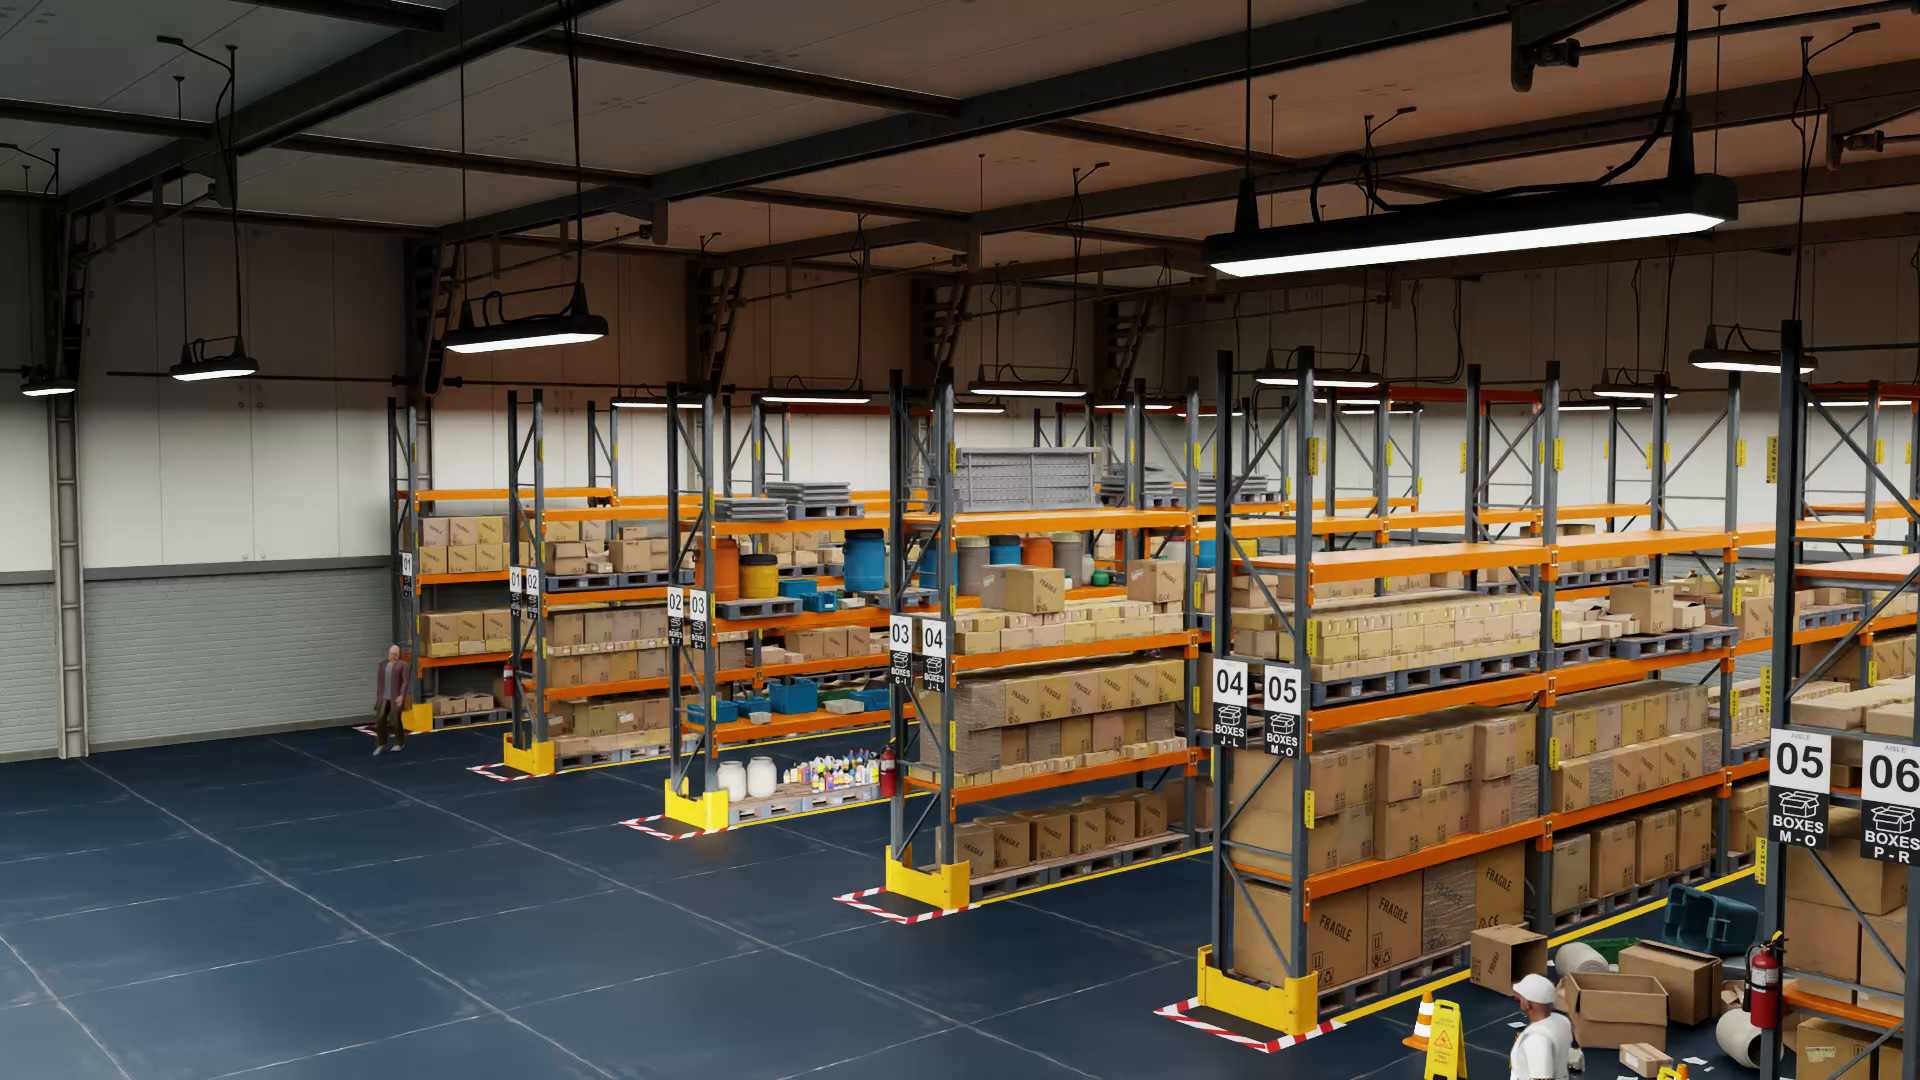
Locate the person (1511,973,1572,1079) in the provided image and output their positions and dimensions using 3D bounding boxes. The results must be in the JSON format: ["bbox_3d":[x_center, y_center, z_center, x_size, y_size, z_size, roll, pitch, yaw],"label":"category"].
[{"bbox_3d":[3.801,3.669,10.746,1.026,1.728,0.622,2,4,33],"label":"person"}]

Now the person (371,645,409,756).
[{"bbox_3d":[-9.513,2.683,27.737,0.606,1.839,0.647,0,3,6],"label":"person"}]

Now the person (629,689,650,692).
[{"bbox_3d":[-6.048,2.452,31.128,0.574,1.721,1.023,1,3,16],"label":"person"}]
